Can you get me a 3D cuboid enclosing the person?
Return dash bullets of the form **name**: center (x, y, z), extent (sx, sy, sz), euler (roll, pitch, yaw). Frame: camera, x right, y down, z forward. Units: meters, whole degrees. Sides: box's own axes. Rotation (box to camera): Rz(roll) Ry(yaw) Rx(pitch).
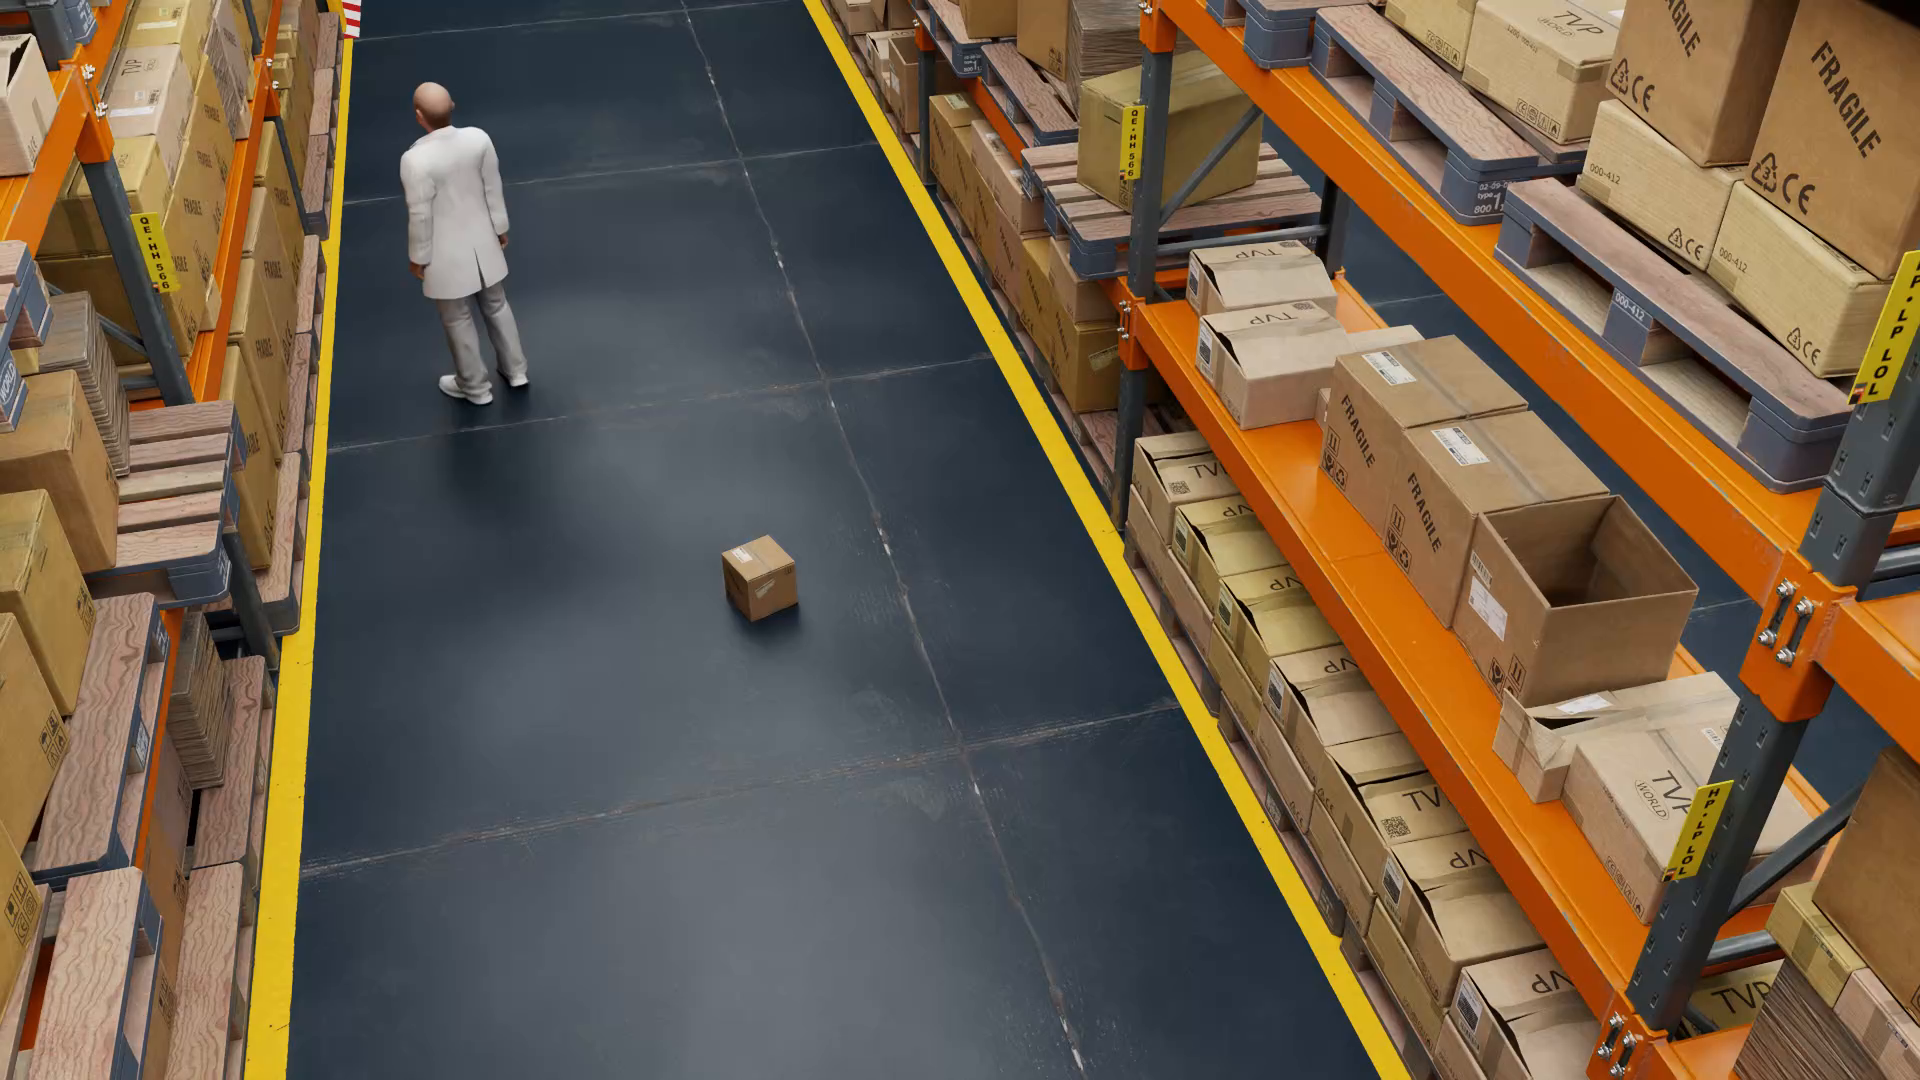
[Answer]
- **person**: center (-2.656, -1.550, 8.742), extent (0.400, 1.808, 0.582), euler (27, 45, 31)
